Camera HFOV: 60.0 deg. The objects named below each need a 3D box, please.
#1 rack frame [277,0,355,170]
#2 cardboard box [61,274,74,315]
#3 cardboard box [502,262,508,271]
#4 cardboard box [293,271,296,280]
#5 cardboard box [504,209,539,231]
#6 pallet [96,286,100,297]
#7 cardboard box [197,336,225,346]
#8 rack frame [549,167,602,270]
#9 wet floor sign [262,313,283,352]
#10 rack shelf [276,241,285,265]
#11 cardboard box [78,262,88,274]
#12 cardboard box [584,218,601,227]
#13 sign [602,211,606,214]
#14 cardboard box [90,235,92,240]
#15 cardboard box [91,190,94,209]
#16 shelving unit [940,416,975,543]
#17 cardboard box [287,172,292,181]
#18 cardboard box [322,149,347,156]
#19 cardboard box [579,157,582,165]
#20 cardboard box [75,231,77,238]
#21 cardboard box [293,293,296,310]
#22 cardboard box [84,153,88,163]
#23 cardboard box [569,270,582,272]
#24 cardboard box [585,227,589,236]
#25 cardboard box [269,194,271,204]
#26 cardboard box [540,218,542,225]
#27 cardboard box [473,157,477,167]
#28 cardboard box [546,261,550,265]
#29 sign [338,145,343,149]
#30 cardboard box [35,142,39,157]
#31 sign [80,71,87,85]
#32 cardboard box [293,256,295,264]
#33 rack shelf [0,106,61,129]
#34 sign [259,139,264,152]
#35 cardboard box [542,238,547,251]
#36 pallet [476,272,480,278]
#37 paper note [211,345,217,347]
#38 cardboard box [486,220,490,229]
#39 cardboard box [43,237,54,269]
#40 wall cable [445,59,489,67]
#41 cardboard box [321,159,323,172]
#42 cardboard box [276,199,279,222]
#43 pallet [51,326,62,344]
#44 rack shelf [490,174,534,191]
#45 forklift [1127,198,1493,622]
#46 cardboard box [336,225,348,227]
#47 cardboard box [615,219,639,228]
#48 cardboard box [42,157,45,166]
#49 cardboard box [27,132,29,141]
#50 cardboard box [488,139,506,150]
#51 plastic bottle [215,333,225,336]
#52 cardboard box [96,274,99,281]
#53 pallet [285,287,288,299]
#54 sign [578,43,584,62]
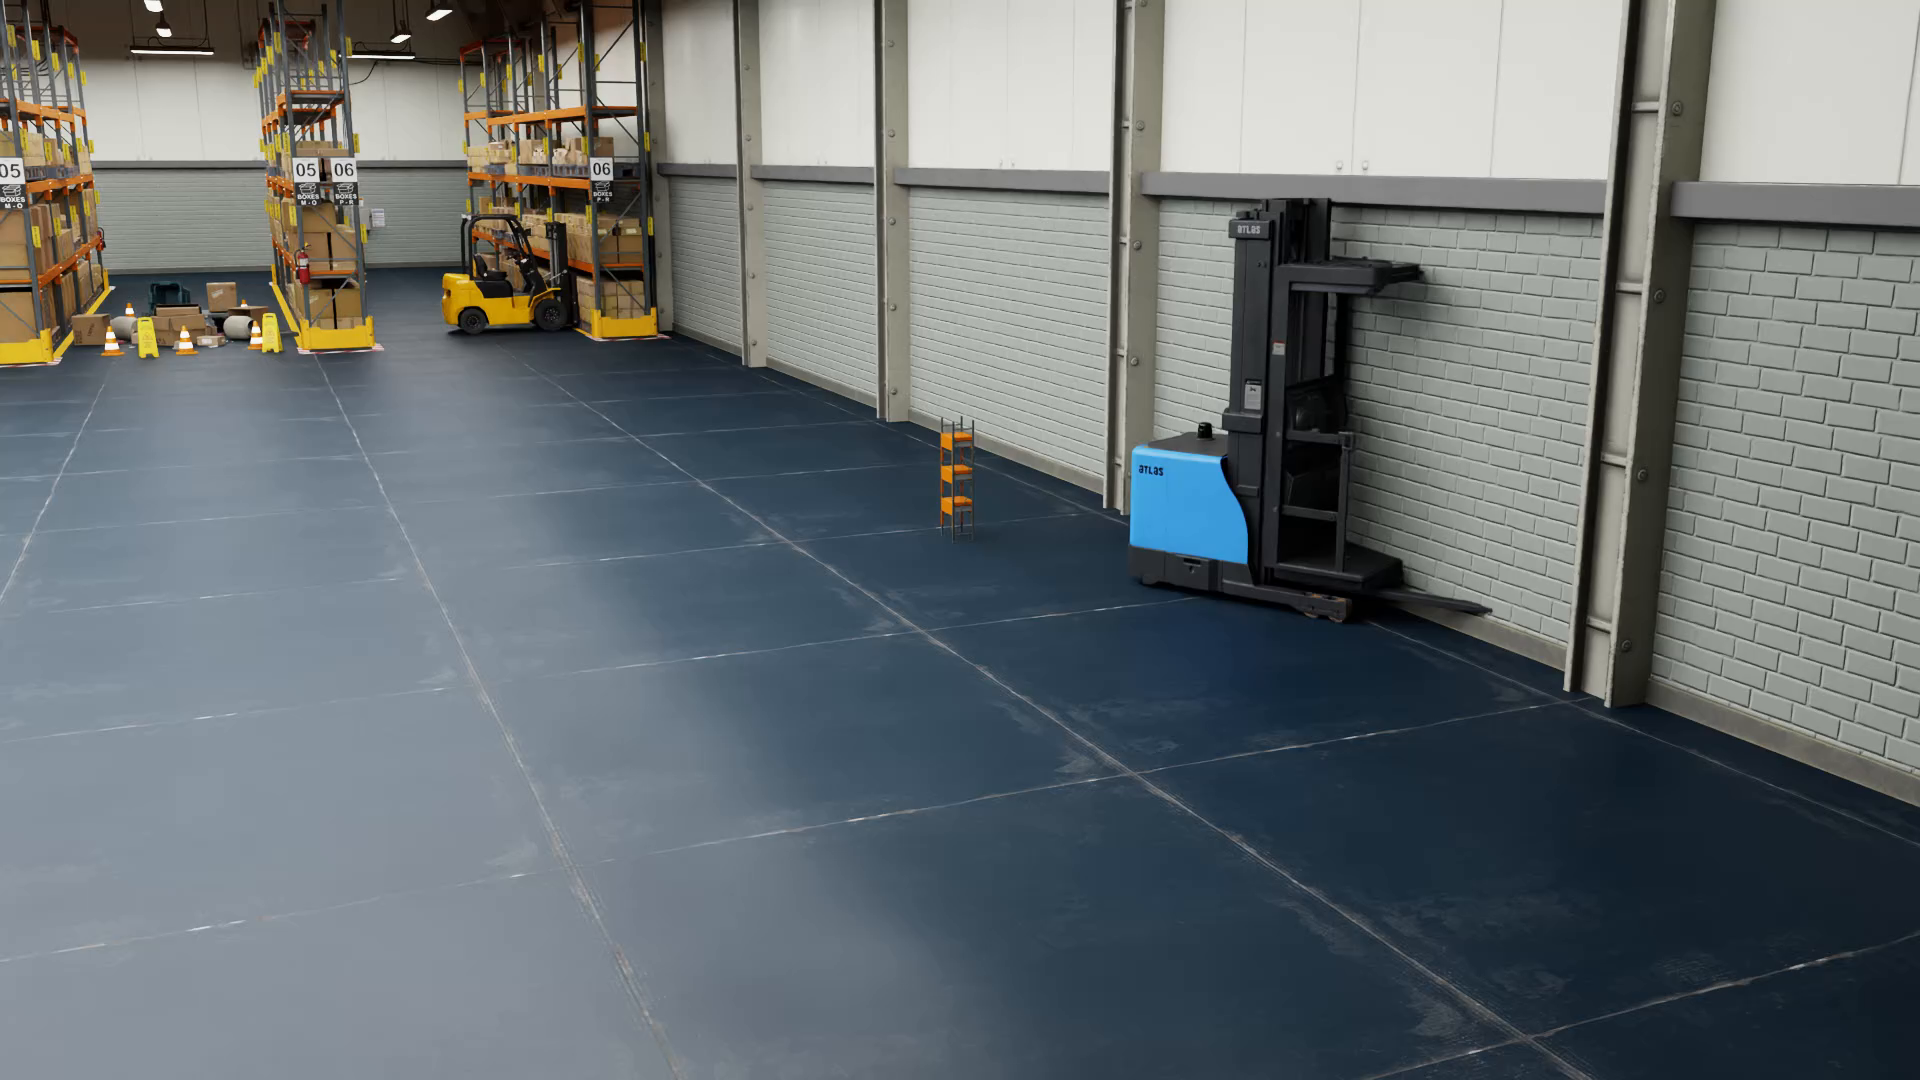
[{"bbox_3d":[-10.734,-7.712,27.734,1.000,3.000,0.127,-6,14,-23],"label":"rack frame"},{"bbox_3d":[-17.919,-4.768,32.379,1.050,0.750,0.750,-5,14,-22],"label":"cardboard box"},{"bbox_3d":[-10.784,-6.475,40.307,0.500,0.500,0.500,-6,14,-24],"label":"cardboard box"},{"bbox_3d":[-12.352,-4.985,31.319,0.380,0.149,0.250,-5,14,-22],"label":"cardboard box"},{"bbox_3d":[-10.215,-7.467,38.819,0.797,0.503,0.637,-6,14,-24],"label":"cardboard box"},{"bbox_3d":[-20.830,-5.830,39.092,1.003,0.211,1.213,-6,14,-23],"label":"pallet"},{"bbox_3d":[-13.110,-3.489,29.113,0.380,0.149,0.250,1,13,6],"label":"cardboard box"},{"bbox_3d":[-7.790,-6.065,33.922,1.000,3.000,0.127,-6,14,-23],"label":"rack frame"},{"bbox_3d":[-11.638,-3.506,28.089,0.267,0.644,0.232,-1,13,-4],"label":"wet floor sign"},{"bbox_3d":[-14.740,-6.505,37.419,1.077,0.370,4.000,-6,14,-23],"label":"rack shelf"},{"bbox_3d":[-19.312,-5.914,36.221,0.500,0.250,0.500,-5,14,-20],"label":"cardboard box"},{"bbox_3d":[-6.781,-5.903,30.902,0.380,0.149,0.250,-5,14,-22],"label":"cardboard box"},{"bbox_3d":[-7.282,-6.576,34.033,0.100,0.325,0.005,-6,14,-23],"label":"sign"},{"bbox_3d":[-20.422,-7.034,38.666,0.380,0.149,0.250,-5,14,-20],"label":"cardboard box"},{"bbox_3d":[-21.024,-8.131,39.750,0.500,0.500,0.500,-6,14,-25],"label":"cardboard box"},{"bbox_3d":[-0.021,-0.523,14.299,0.215,1.050,0.252,-6,14,-23],"label":"shelving unit"},{"bbox_3d":[-11.789,-6.490,29.664,0.380,0.149,0.250,-6,14,-24],"label":"cardboard box"},{"bbox_3d":[-10.690,-6.609,28.408,0.380,0.149,0.250,-6,14,-23],"label":"cardboard box"},{"bbox_3d":[-6.798,-6.974,30.604,0.380,0.149,0.250,-6,14,-25],"label":"cardboard box"},{"bbox_3d":[-19.171,-6.550,35.643,0.380,0.149,0.250,-5,14,-21],"label":"cardboard box"},{"bbox_3d":[-12.840,-4.796,33.338,0.950,0.372,0.625,-5,14,-19],"label":"cardboard box"},{"bbox_3d":[-20.812,-8.975,39.068,0.500,0.250,0.500,-5,14,-22],"label":"cardboard box"},{"bbox_3d":[-7.884,-5.289,33.518,0.500,0.250,0.500,-6,14,-24],"label":"cardboard box"},{"bbox_3d":[-6.713,-5.700,30.684,0.380,0.149,0.250,-5,14,-22],"label":"cardboard box"},{"bbox_3d":[-16.785,-8.294,41.115,0.500,0.500,0.500,-6,14,-23],"label":"cardboard box"},{"bbox_3d":[-8.669,-6.741,35.185,0.380,0.149,0.250,-5,14,-22],"label":"cardboard box"},{"bbox_3d":[-12.253,-9.751,42.869,0.500,0.250,0.500,-6,14,-25],"label":"cardboard box"},{"bbox_3d":[-9.315,-6.330,38.241,0.380,0.149,0.250,-5,14,-20],"label":"cardboard box"},{"bbox_3d":[-11.842,-7.380,31.804,0.100,0.325,0.005,-6,14,-23],"label":"sign"},{"bbox_3d":[-15.998,-6.648,28.308,0.500,0.250,0.500,-6,14,-23],"label":"cardboard box"},{"bbox_3d":[-21.122,-11.128,40.070,0.100,0.325,0.005,-6,14,-23],"label":"sign"},{"bbox_3d":[-12.000,-5.134,30.458,0.380,0.149,0.250,-6,14,-23],"label":"cardboard box"},{"bbox_3d":[-17.633,-7.938,31.195,1.077,0.370,4.000,-6,14,-23],"label":"rack shelf"},{"bbox_3d":[-17.654,-9.972,42.037,0.100,0.325,0.005,-6,14,-23],"label":"sign"},{"bbox_3d":[-8.438,-6.176,34.733,0.500,0.250,0.500,-6,14,-23],"label":"cardboard box"},{"bbox_3d":[-12.246,-7.005,44.169,1.003,0.211,1.213,-6,14,-23],"label":"pallet"},{"bbox_3d":[-12.937,-3.358,28.813,0.148,0.019,0.142,-12,18,-42],"label":"paper note"},{"bbox_3d":[-11.636,-7.975,41.848,0.500,0.250,0.500,-6,14,-23],"label":"cardboard box"},{"bbox_3d":[-16.432,-5.034,29.136,0.875,0.550,0.550,-6,14,-23],"label":"cardboard box"},{"bbox_3d":[-13.685,-15.458,48.868,2.988,3.039,0.133,-6,14,-23],"label":"wall cable"},{"bbox_3d":[-10.884,-6.555,29.062,0.500,0.250,0.500,-6,14,-24],"label":"cardboard box"},{"bbox_3d":[-14.791,-7.270,36.688,0.500,0.500,0.500,-6,14,-23],"label":"cardboard box"},{"bbox_3d":[-16.598,-3.625,29.565,1.003,0.211,1.213,-6,14,-23],"label":"pallet"},{"bbox_3d":[-10.193,-8.415,39.021,1.077,0.370,4.000,-6,14,-23],"label":"rack shelf"},{"bbox_3d":[2.780,-0.978,12.095,3.031,2.935,1.130,10,16,36],"label":"forklift"},{"bbox_3d":[-11.718,-5.634,31.180,0.500,0.500,0.500,-5,14,-21],"label":"cardboard box"},{"bbox_3d":[-6.126,-5.837,30.617,0.380,0.149,0.250,-6,14,-24],"label":"cardboard box"},{"bbox_3d":[-16.291,-6.642,29.166,0.380,0.149,0.250,-5,14,-22],"label":"cardboard box"},{"bbox_3d":[-15.374,-6.557,27.031,0.380,0.149,0.250,-5,14,-22],"label":"cardboard box"},{"bbox_3d":[-11.194,-9.563,40.209,0.396,0.266,0.258,-6,14,-24],"label":"cardboard box"},{"bbox_3d":[-13.538,-3.748,30.429,0.133,0.061,0.283,-3,13,-13],"label":"plastic bottle"},{"bbox_3d":[-20.515,-6.182,39.161,0.380,0.149,0.250,-5,14,-22],"label":"cardboard box"},{"bbox_3d":[-15.163,-5.757,38.778,1.003,0.211,1.213,-6,14,-23],"label":"pallet"},{"bbox_3d":[-6.690,-8.609,29.362,0.100,0.325,0.005,-6,14,-23],"label":"sign"}]
